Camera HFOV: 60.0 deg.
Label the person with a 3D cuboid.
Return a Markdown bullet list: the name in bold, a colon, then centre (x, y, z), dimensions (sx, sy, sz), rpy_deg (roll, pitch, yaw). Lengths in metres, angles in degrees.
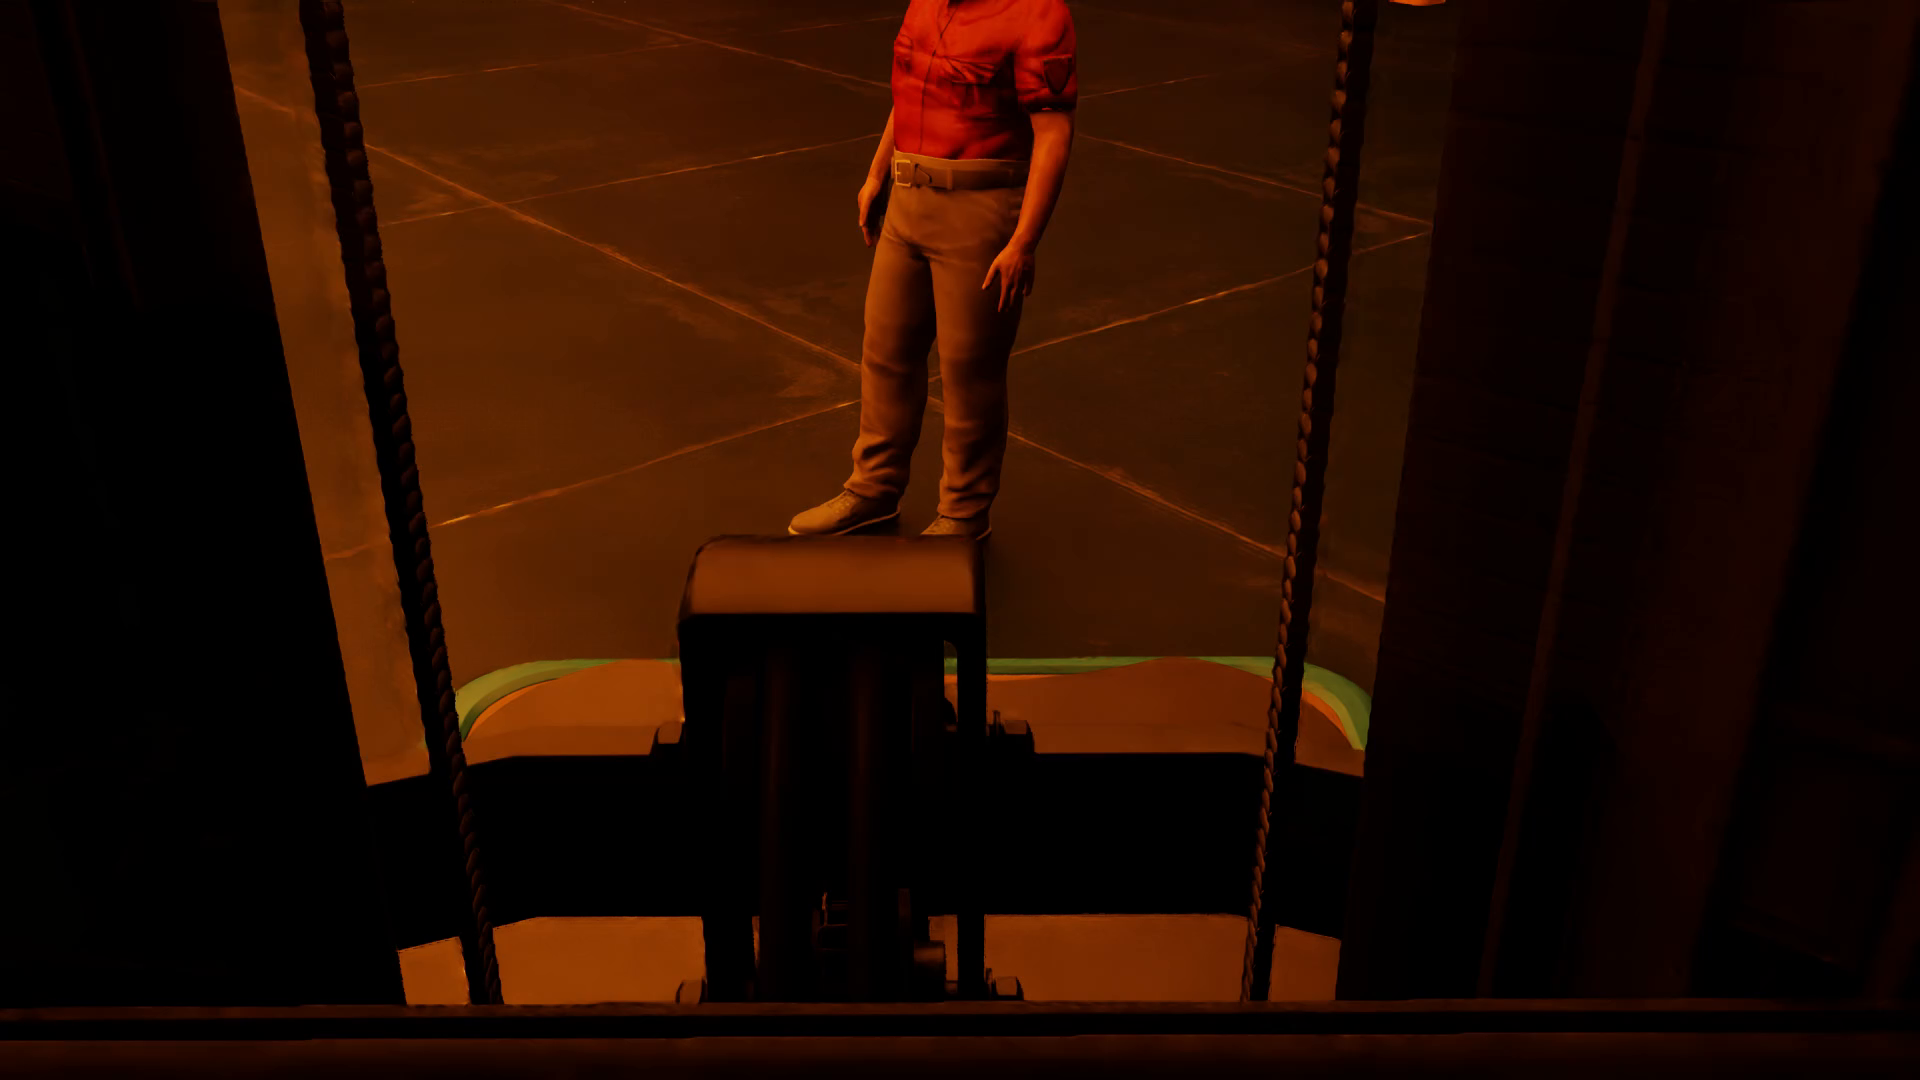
- **person**: centre (-0.077, -0.758, 4.072), dimensions (0.551, 1.724, 0.640), rpy_deg (-20, 33, -35)
